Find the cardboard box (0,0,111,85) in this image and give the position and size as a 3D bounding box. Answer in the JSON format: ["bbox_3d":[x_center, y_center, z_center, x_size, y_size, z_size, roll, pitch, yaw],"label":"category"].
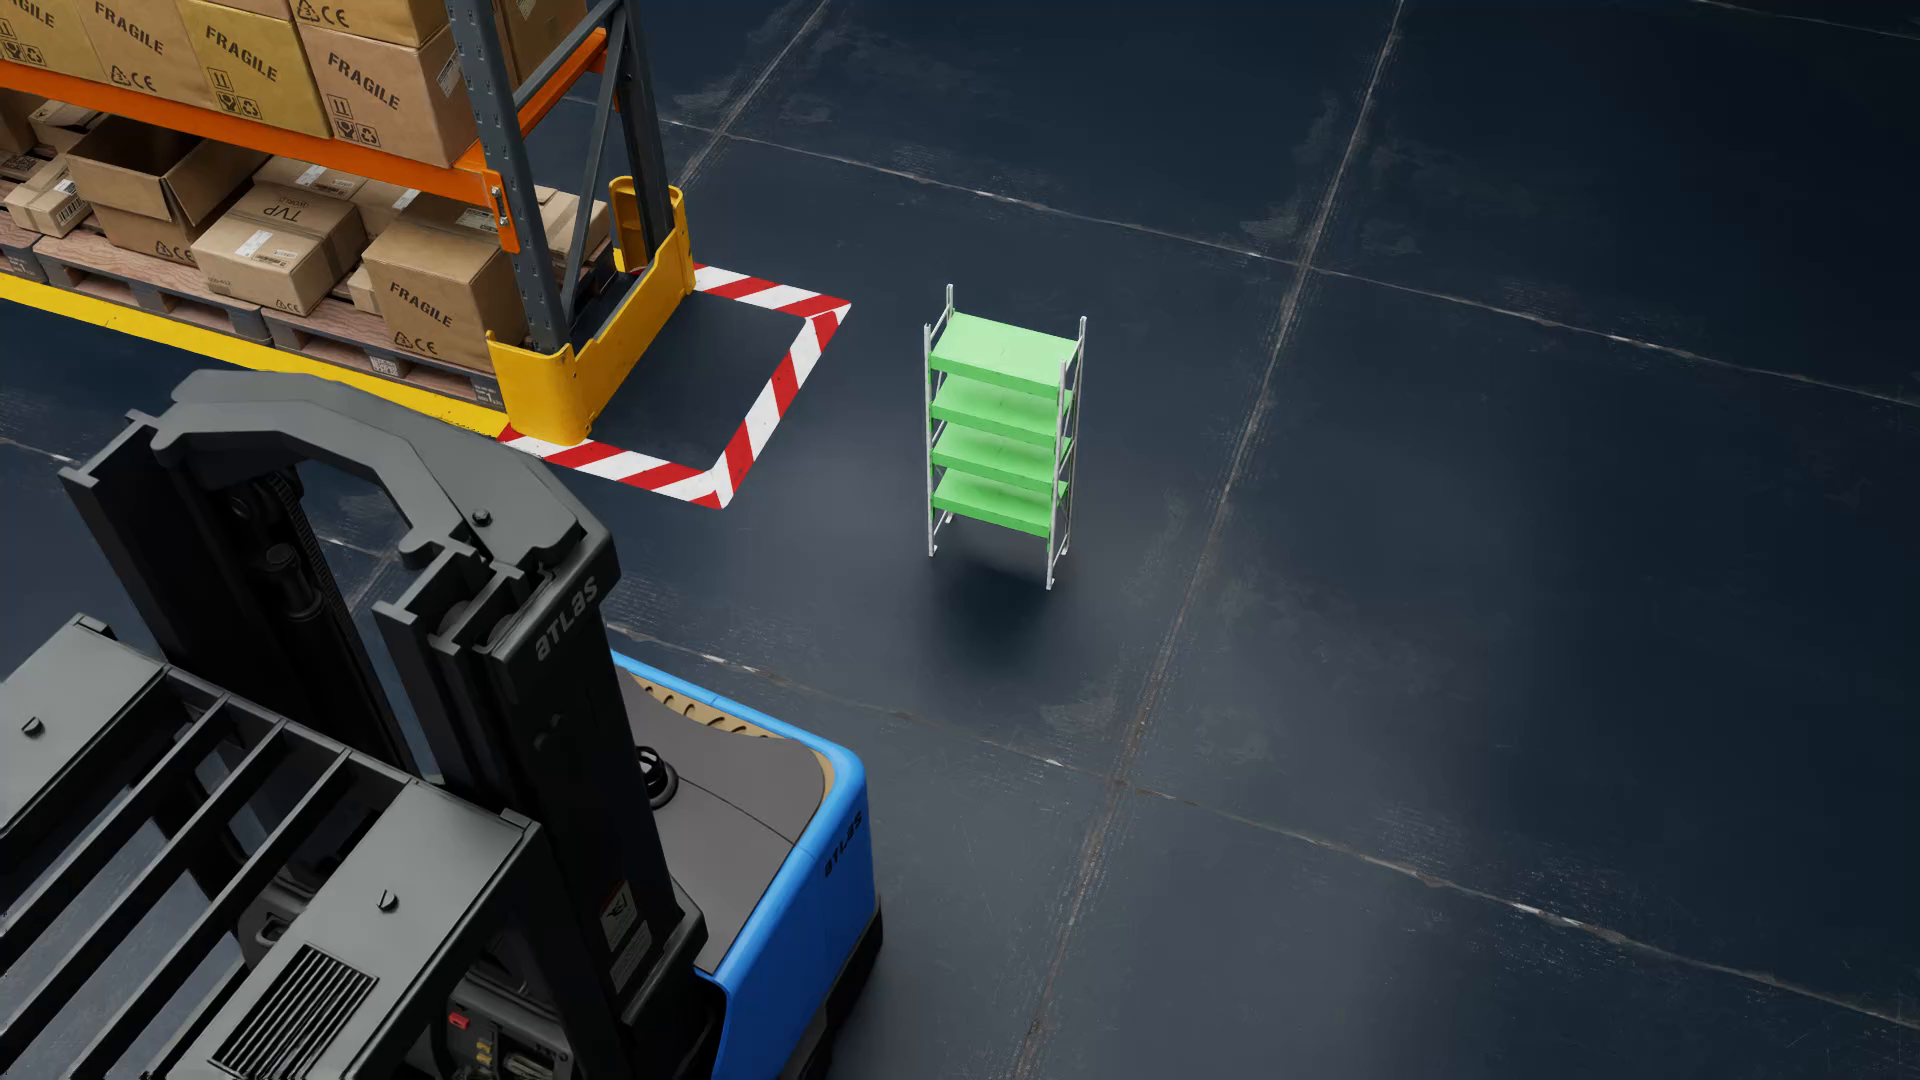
[{"bbox_3d":[-3.427,-2.156,6.434,0.500,0.500,0.500,15,51,13],"label":"cardboard box"}]

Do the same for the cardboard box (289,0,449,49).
[{"bbox_3d":[-1.999,-2.080,5.707,0.500,0.500,0.500,15,51,13],"label":"cardboard box"}]

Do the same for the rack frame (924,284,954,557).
[{"bbox_3d":[-0.074,-0.414,6.181,0.015,1.200,0.240,16,51,13],"label":"rack frame"}]

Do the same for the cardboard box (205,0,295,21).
[{"bbox_3d":[-2.473,-2.212,5.821,0.500,0.500,0.500,17,51,14],"label":"cardboard box"}]

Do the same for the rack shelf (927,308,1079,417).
[{"bbox_3d":[0.155,-0.622,5.811,0.480,0.148,0.258,16,51,13],"label":"rack shelf"}]

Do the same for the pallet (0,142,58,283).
[{"bbox_3d":[-4.594,-1.752,7.996,1.213,0.211,1.003,16,51,13],"label":"pallet"}]

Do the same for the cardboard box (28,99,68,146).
[{"bbox_3d":[-4.233,-2.053,8.006,0.250,0.149,0.380,16,51,13],"label":"cardboard box"}]

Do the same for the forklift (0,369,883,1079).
[{"bbox_3d":[-1.349,1.196,3.641,1.130,2.935,3.031,20,52,17],"label":"forklift"}]

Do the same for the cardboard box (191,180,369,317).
[{"bbox_3d":[-2.962,-1.280,7.269,0.500,0.250,0.500,16,51,13],"label":"cardboard box"}]

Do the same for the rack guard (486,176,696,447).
[{"bbox_3d":[-1.557,-1.000,7.152,0.348,0.500,1.175,16,51,13],"label":"rack guard"}]

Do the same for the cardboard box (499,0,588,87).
[{"bbox_3d":[-1.811,-2.134,6.415,0.500,0.500,0.500,17,51,14],"label":"cardboard box"}]

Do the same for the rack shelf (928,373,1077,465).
[{"bbox_3d":[0.155,-0.465,5.993,0.480,0.148,0.258,16,51,13],"label":"rack shelf"}]

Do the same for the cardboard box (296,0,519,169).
[{"bbox_3d":[-2.000,-1.756,6.087,0.500,0.500,0.500,17,51,14],"label":"cardboard box"}]

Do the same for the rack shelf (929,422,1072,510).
[{"bbox_3d":[0.155,-0.308,6.174,0.480,0.148,0.258,16,51,13],"label":"rack shelf"}]

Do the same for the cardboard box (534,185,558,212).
[{"bbox_3d":[-1.994,-1.433,7.458,0.250,0.166,0.380,16,51,13],"label":"cardboard box"}]

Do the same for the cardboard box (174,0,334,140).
[{"bbox_3d":[-2.488,-1.889,6.203,0.500,0.500,0.500,16,51,13],"label":"cardboard box"}]

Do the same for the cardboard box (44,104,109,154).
[{"bbox_3d":[-3.902,-1.965,7.823,0.500,0.311,0.500,16,51,13],"label":"cardboard box"}]

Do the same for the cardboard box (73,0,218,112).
[{"bbox_3d":[-2.954,-2.023,6.319,0.500,0.500,0.500,16,51,13],"label":"cardboard box"}]

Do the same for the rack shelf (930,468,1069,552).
[{"bbox_3d":[0.155,-0.151,6.355,0.480,0.148,0.258,16,51,13],"label":"rack shelf"}]

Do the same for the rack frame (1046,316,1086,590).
[{"bbox_3d":[0.384,-0.286,6.070,0.015,1.200,0.240,16,51,13],"label":"rack frame"}]

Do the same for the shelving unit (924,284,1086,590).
[{"bbox_3d":[0.155,-0.350,6.126,0.503,1.200,0.258,16,51,13],"label":"shelving unit"}]

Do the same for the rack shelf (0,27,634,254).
[{"bbox_3d":[-3.362,-2.087,6.916,4.000,0.370,1.077,16,51,13],"label":"rack shelf"}]

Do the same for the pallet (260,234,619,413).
[{"bbox_3d":[-2.305,-1.113,7.442,1.213,0.211,1.003,16,51,13],"label":"pallet"}]

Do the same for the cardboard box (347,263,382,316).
[{"bbox_3d":[-2.430,-1.152,7.214,0.250,0.166,0.380,16,51,13],"label":"cardboard box"}]

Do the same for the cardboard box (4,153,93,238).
[{"bbox_3d":[-4.104,-1.579,7.584,0.250,0.166,0.380,16,51,13],"label":"cardboard box"}]

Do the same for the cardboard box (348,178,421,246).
[{"bbox_3d":[-2.366,-1.516,7.474,0.500,0.250,0.500,16,51,13],"label":"cardboard box"}]

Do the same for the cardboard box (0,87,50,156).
[{"bbox_3d":[-4.605,-2.223,7.921,0.500,0.500,0.500,16,51,13],"label":"cardboard box"}]

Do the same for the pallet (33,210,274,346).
[{"bbox_3d":[-3.446,-1.434,7.720,1.213,0.211,1.003,16,51,13],"label":"pallet"}]

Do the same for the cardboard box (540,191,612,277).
[{"bbox_3d":[-1.759,-1.362,7.408,0.250,0.149,0.380,16,51,13],"label":"cardboard box"}]

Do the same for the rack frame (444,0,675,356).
[{"bbox_3d":[-1.486,-1.798,6.190,0.127,3.000,1.000,16,51,13],"label":"rack frame"}]

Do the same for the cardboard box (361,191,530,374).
[{"bbox_3d":[-2.081,-1.092,6.941,0.500,0.500,0.500,16,51,13],"label":"cardboard box"}]

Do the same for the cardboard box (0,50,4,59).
[{"bbox_3d":[-3.904,-2.288,6.548,0.500,0.500,0.500,15,51,13],"label":"cardboard box"}]

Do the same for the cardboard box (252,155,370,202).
[{"bbox_3d":[-2.835,-1.647,7.588,0.500,0.250,0.500,16,51,13],"label":"cardboard box"}]

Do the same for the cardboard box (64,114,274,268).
[{"bbox_3d":[-3.474,-1.684,7.452,0.637,0.503,0.797,16,51,13],"label":"cardboard box"}]
